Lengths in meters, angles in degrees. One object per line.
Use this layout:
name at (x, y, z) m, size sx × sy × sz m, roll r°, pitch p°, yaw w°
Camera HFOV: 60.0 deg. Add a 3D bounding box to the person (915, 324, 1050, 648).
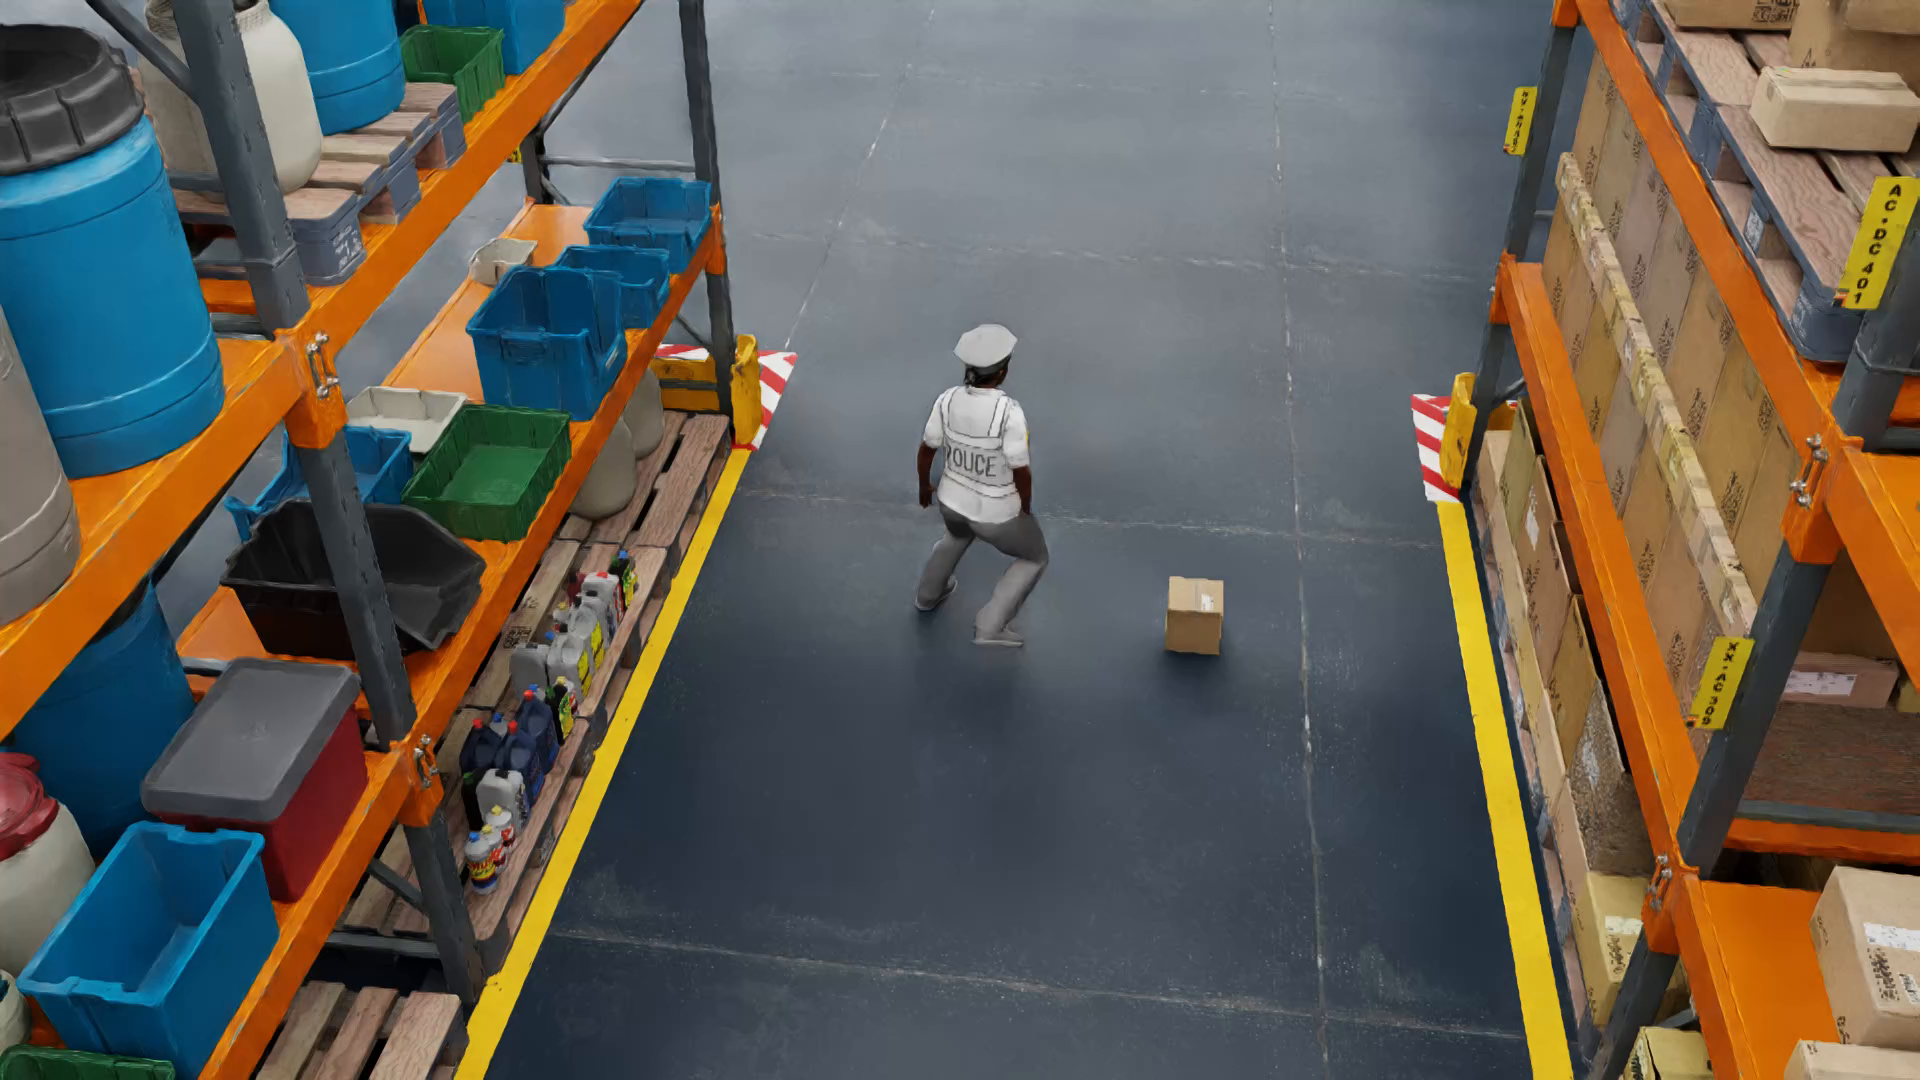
person at (0.037, -0.219, 7.402) m, size 0.692 × 1.601 × 0.486 m, roll 25°, pitch 43°, yaw 30°
